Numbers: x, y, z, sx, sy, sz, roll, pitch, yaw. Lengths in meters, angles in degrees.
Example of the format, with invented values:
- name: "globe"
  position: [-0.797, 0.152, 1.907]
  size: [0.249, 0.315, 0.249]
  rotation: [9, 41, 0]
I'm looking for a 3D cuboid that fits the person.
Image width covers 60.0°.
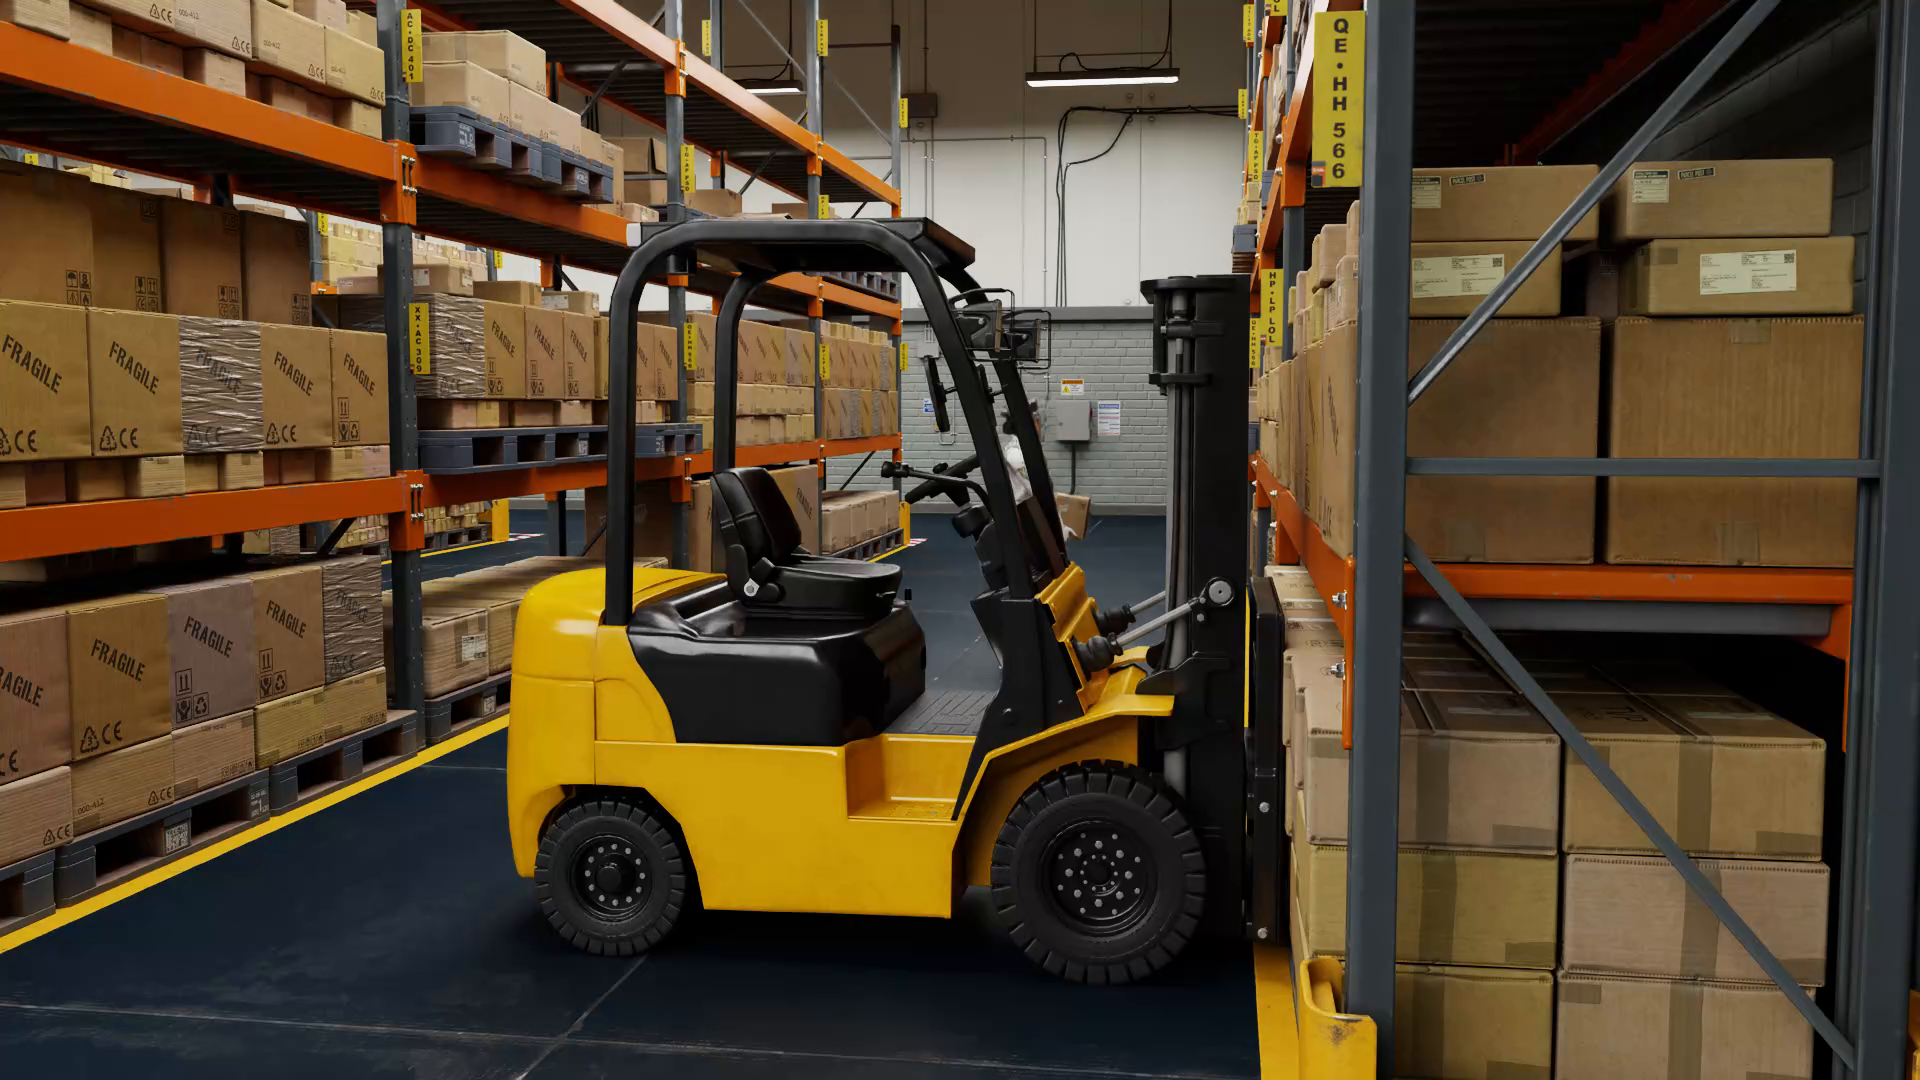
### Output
- name: "person"
  position: [0.466, -0.031, 10.191]
  size: [0.523, 1.687, 0.416]
  rotation: [1, 5, 8]
